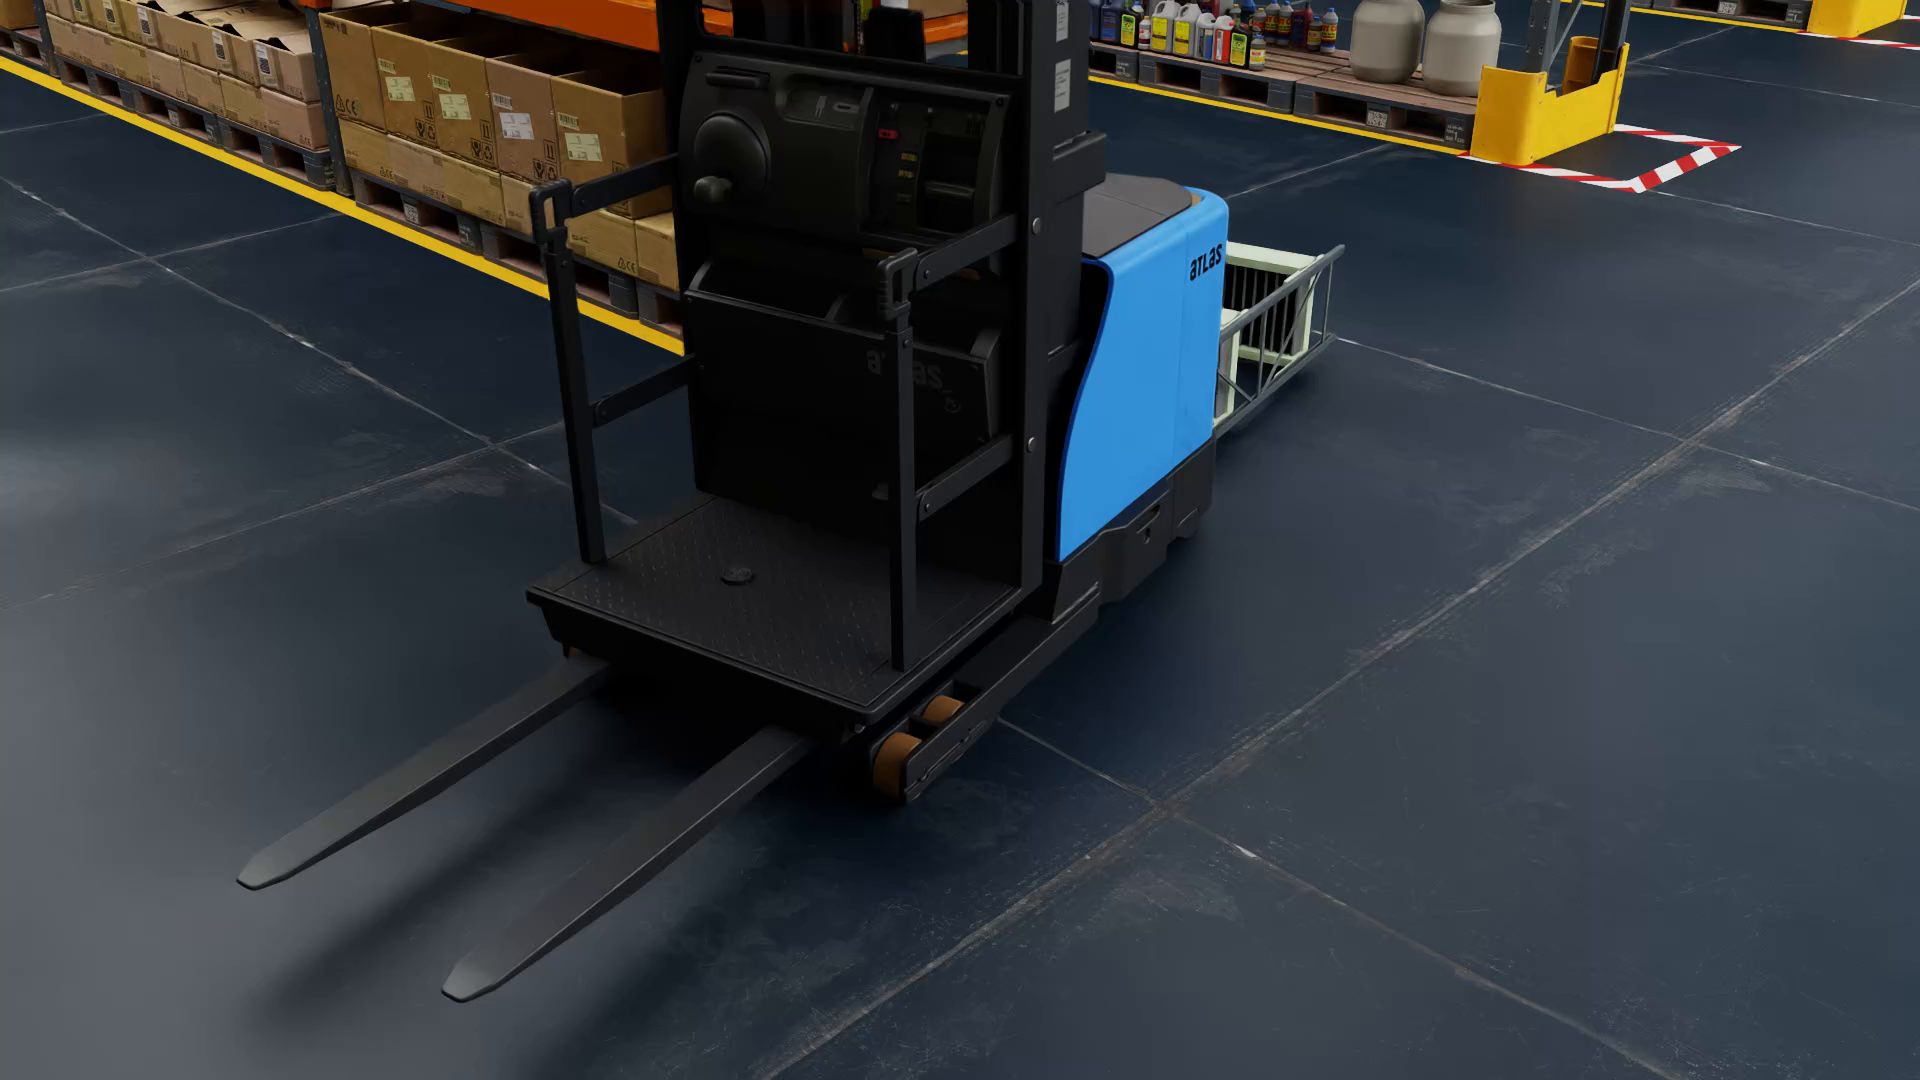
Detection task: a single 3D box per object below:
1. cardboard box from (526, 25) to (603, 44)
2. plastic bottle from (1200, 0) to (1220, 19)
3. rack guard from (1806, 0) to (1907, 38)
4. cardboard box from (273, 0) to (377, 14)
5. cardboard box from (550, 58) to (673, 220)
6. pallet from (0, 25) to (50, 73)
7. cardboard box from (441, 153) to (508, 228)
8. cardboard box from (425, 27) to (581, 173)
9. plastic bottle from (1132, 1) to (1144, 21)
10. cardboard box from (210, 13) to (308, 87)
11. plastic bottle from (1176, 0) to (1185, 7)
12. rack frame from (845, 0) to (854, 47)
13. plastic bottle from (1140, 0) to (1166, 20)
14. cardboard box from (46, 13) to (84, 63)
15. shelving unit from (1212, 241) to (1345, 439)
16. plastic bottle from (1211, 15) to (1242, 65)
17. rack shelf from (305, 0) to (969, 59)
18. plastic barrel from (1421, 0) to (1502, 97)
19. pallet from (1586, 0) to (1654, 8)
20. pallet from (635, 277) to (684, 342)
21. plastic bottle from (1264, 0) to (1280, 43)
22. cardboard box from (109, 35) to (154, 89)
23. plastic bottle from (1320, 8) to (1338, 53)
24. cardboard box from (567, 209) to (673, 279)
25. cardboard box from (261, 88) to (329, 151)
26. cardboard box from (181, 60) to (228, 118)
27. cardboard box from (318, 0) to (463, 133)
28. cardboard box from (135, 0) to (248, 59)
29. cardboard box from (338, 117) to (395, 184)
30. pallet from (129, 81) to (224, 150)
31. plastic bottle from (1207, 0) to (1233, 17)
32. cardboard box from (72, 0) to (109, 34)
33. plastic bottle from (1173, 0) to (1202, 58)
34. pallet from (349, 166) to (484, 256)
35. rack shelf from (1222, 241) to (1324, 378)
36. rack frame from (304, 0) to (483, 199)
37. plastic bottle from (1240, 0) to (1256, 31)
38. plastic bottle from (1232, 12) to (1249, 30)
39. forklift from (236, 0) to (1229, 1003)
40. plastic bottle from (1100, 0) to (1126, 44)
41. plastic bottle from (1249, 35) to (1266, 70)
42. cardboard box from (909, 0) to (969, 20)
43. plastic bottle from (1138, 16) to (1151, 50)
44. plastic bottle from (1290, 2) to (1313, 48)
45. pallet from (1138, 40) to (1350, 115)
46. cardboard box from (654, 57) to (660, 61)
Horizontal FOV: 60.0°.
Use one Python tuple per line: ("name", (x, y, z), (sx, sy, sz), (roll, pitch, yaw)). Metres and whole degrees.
("cardboard box", (-1.671, -2.176, 7.862), (0.500, 0.500, 0.500), (25, 36, 38))
("plastic bottle", (1.680, -3.545, 11.215), (0.133, 0.283, 0.061), (25, 36, 38))
("rack guard", (6.884, -4.182, 12.667), (0.348, 0.500, 1.175), (25, 36, 38))
("cardboard box", (-3.706, -3.051, 9.730), (0.500, 0.311, 0.500), (23, 36, 37))
("cardboard box", (-1.324, -1.676, 6.912), (0.500, 0.500, 0.500), (25, 36, 38))
("pallet", (-6.221, -3.610, 11.888), (1.213, 0.211, 1.003), (25, 36, 38))
("cardboard box", (-2.038, -1.670, 7.706), (0.500, 0.250, 0.500), (25, 36, 38))
("cardboard box", (-2.038, -2.002, 7.532), (0.500, 0.500, 0.500), (25, 36, 38))
("plastic bottle", (1.163, -3.414, 10.979), (0.097, 0.271, 0.097), (0, 28, 0))
("cardboard box", (-3.728, -2.704, 9.071), (0.500, 0.311, 0.500), (-24, 36, -38))
("plastic bottle", (1.557, -3.701, 11.512), (0.061, 0.283, 0.133), (-22, 35, -36))
("rack frame", (-0.010, -1.977, 5.788), (0.127, 3.000, 1.000), (25, 36, 38))
("plastic bottle", (1.325, -3.680, 11.479), (0.135, 0.276, 0.152), (25, 36, 38))
("cardboard box", (-5.547, -3.288, 10.784), (0.500, 0.250, 0.500), (24, 36, 38))
("shelving unit", (0.781, -0.770, 6.188), (0.755, 0.431, 1.500), (16, 32, 28))
("plastic bottle", (1.688, -3.154, 10.480), (0.135, 0.276, 0.152), (25, 37, 39))
("rack shelf", (-1.436, -2.312, 7.196), (4.000, 0.370, 1.077), (25, 36, 38))
("plastic barrel", (2.942, -2.894, 9.753), (0.421, 0.512, 0.421), (0, 28, 0))
("pallet", (5.463, -4.729, 14.017), (1.213, 0.211, 1.003), (25, 36, 38))
("pallet", (-0.585, -0.979, 6.885), (1.213, 0.211, 1.003), (25, 36, 38))
("plastic bottle", (2.075, -3.447, 11.041), (0.097, 0.271, 0.097), (0, 28, 0))
("cardboard box", (-4.813, -2.957, 10.154), (0.500, 0.250, 0.500), (23, 36, 37))
("plastic bottle", (2.391, -3.302, 10.766), (0.097, 0.271, 0.097), (0, 28, 0))
("cardboard box", (-1.322, -1.345, 7.088), (0.500, 0.250, 0.500), (25, 36, 38))
("cardboard box", (-3.361, -2.291, 8.886), (0.500, 0.250, 0.500), (24, 36, 38))
("cardboard box", (-4.086, -2.623, 9.519), (0.500, 0.250, 0.500), (-24, 36, -38))
("cardboard box", (-2.751, -2.328, 8.152), (0.500, 0.500, 0.500), (25, 36, 38))
("cardboard box", (-4.438, -3.033, 9.696), (0.500, 0.311, 0.500), (24, 36, 38))
("cardboard box", (-2.744, -2.000, 8.333), (0.500, 0.250, 0.500), (25, 36, 38))
("pallet", (-4.289, -2.674, 10.109), (1.213, 0.211, 1.003), (25, 36, 38))
("plastic bottle", (1.755, -3.578, 11.285), (0.152, 0.276, 0.135), (-25, 36, -38))
("cardboard box", (-5.167, -3.368, 10.333), (0.500, 0.311, 0.500), (24, 36, 37))
("plastic bottle", (1.468, -3.285, 10.649), (0.144, 0.351, 0.185), (-24, 36, -37))
("pallet", (-2.325, -1.775, 8.399), (1.213, 0.211, 1.003), (25, 36, 38))
("rack shelf", (0.989, -0.924, 6.481), (0.720, 0.431, 0.370), (16, 32, 28))
("rack frame", (-2.862, -3.283, 8.270), (0.127, 3.000, 1.000), (25, 36, 38))
("plastic bottle", (1.931, -3.513, 11.166), (0.097, 0.271, 0.097), (0, 28, 0))
("plastic bottle", (1.762, -3.193, 10.546), (0.133, 0.283, 0.061), (25, 36, 38))
("forklift", (-0.407, -0.910, 3.832), (1.130, 2.935, 3.031), (16, 32, 28))
("plastic bottle", (1.032, -3.485, 11.028), (0.185, 0.351, 0.144), (23, 35, 36))
("plastic bottle", (1.848, -3.030, 10.323), (0.097, 0.201, 0.097), (0, 28, 0))
("cardboard box", (-0.334, -2.178, 6.062), (0.500, 0.500, 0.700), (25, 36, 38))
("plastic bottle", (1.218, -3.319, 10.872), (0.097, 0.201, 0.097), (0, 28, 0))
("plastic bottle", (2.242, -3.387, 10.915), (0.061, 0.283, 0.133), (-25, 36, -38))
("pallet", (1.937, -3.060, 10.843), (1.213, 0.211, 1.003), (25, 36, 38))
("cardboard box", (-0.960, -1.848, 7.240), (0.500, 0.500, 0.500), (25, 36, 38))
